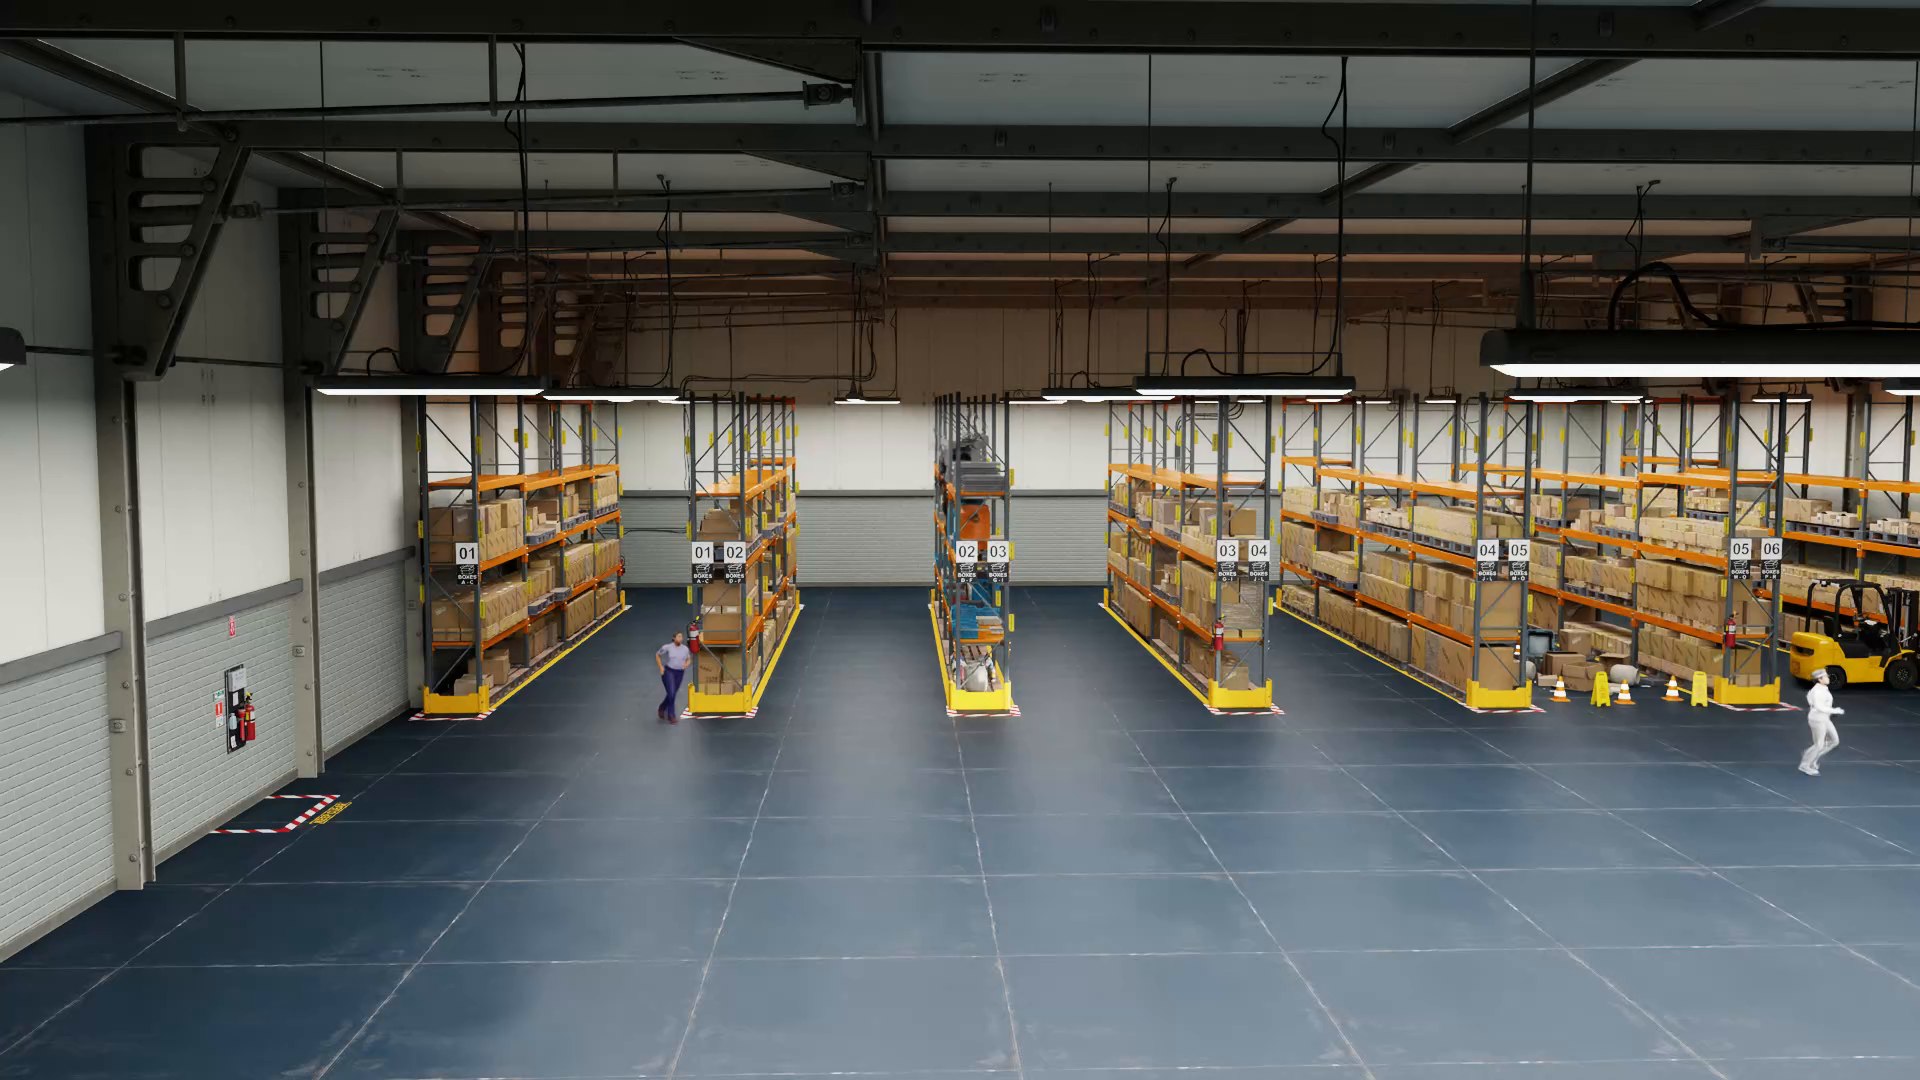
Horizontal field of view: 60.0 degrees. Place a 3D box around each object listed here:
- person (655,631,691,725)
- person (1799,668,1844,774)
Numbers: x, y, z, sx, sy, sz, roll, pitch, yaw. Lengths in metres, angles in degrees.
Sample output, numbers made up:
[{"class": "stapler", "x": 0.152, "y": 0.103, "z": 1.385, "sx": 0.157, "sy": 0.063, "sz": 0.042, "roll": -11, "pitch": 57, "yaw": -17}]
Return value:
[{"class": "person", "x": -5.191, "y": 2.491, "z": 30.304, "sx": 0.606, "sy": 1.661, "sz": 0.784, "roll": -4, "pitch": 6, "yaw": -42}, {"class": "person", "x": 13.387, "y": 2.808, "z": 25.812, "sx": 0.604, "sy": 1.675, "sz": 0.635, "roll": 3, "pitch": 6, "yaw": 36}]
